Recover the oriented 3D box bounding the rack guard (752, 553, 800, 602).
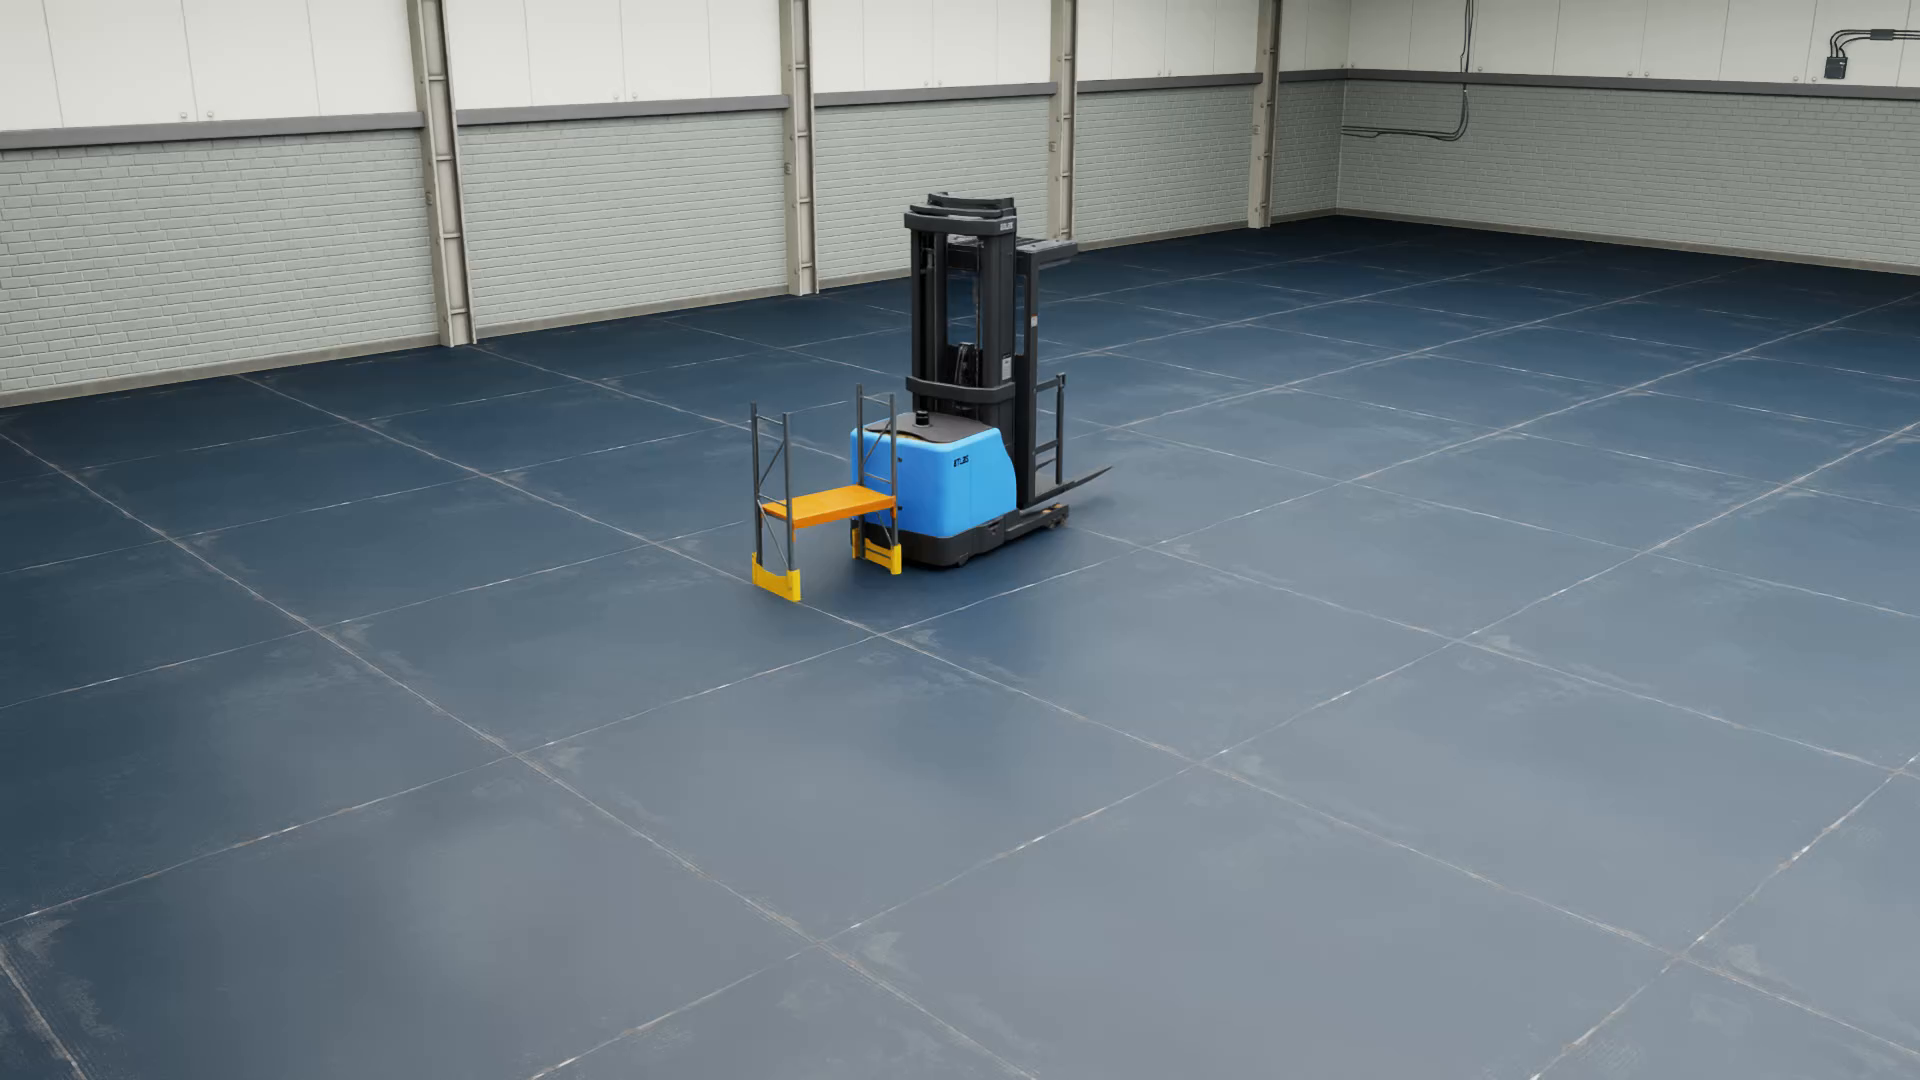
[{"bbox_3d":[-1.460,0.290,13.184,0.087,0.250,0.587,-14,23,-37],"label":"rack guard"}]

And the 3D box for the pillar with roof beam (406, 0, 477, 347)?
[{"bbox_3d":[-3.917,-6.007,18.423,0.400,9.000,9.100,-16,24,-41],"label":"pillar with roof beam"}]

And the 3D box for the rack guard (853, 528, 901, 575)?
[{"bbox_3d":[-0.691,0.095,13.786,0.087,0.250,0.587,-14,23,-37],"label":"rack guard"}]

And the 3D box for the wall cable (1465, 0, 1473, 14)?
[{"bbox_3d":[11.112,-11.433,32.004,0.112,2.526,3.097,-16,24,-41],"label":"wall cable"}]

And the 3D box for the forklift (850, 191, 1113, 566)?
[{"bbox_3d":[0.327,-1.576,14.594,1.130,2.935,3.031,12,22,33],"label":"forklift"}]

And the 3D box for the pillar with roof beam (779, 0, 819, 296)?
[{"bbox_3d":[0.443,-7.279,22.344,0.400,9.000,9.100,-16,24,-41],"label":"pillar with roof beam"}]

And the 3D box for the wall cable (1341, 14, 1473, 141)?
[{"bbox_3d":[9.254,-9.637,34.652,0.112,2.526,3.097,-16,24,-41],"label":"wall cable"}]

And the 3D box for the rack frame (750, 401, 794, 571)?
[{"bbox_3d":[-1.461,-0.304,12.991,0.032,1.500,0.500,-14,23,-37],"label":"rack frame"}]

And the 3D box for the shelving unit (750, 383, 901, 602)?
[{"bbox_3d":[-1.076,-0.402,13.292,1.083,1.500,0.587,-14,23,-37],"label":"shelving unit"}]

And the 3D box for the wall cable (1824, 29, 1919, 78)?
[{"bbox_3d":[15.765,-10.601,27.077,0.169,6.003,2.305,-16,24,-41],"label":"wall cable"}]

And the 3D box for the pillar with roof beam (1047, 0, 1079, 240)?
[{"bbox_3d":[4.803,-8.550,26.265,0.400,9.000,9.100,-16,24,-41],"label":"pillar with roof beam"}]

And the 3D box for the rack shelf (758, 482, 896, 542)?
[{"bbox_3d":[-1.069,-0.233,13.353,1.000,0.185,0.538,-14,23,-37],"label":"rack shelf"}]

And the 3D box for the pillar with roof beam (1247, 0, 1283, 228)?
[{"bbox_3d":[9.162,-9.822,30.187,0.400,9.000,9.100,-16,24,-41],"label":"pillar with roof beam"}]

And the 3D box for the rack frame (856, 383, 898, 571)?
[{"bbox_3d":[-0.676,-0.503,13.605,0.032,1.500,0.500,-14,23,-37],"label":"rack frame"}]
